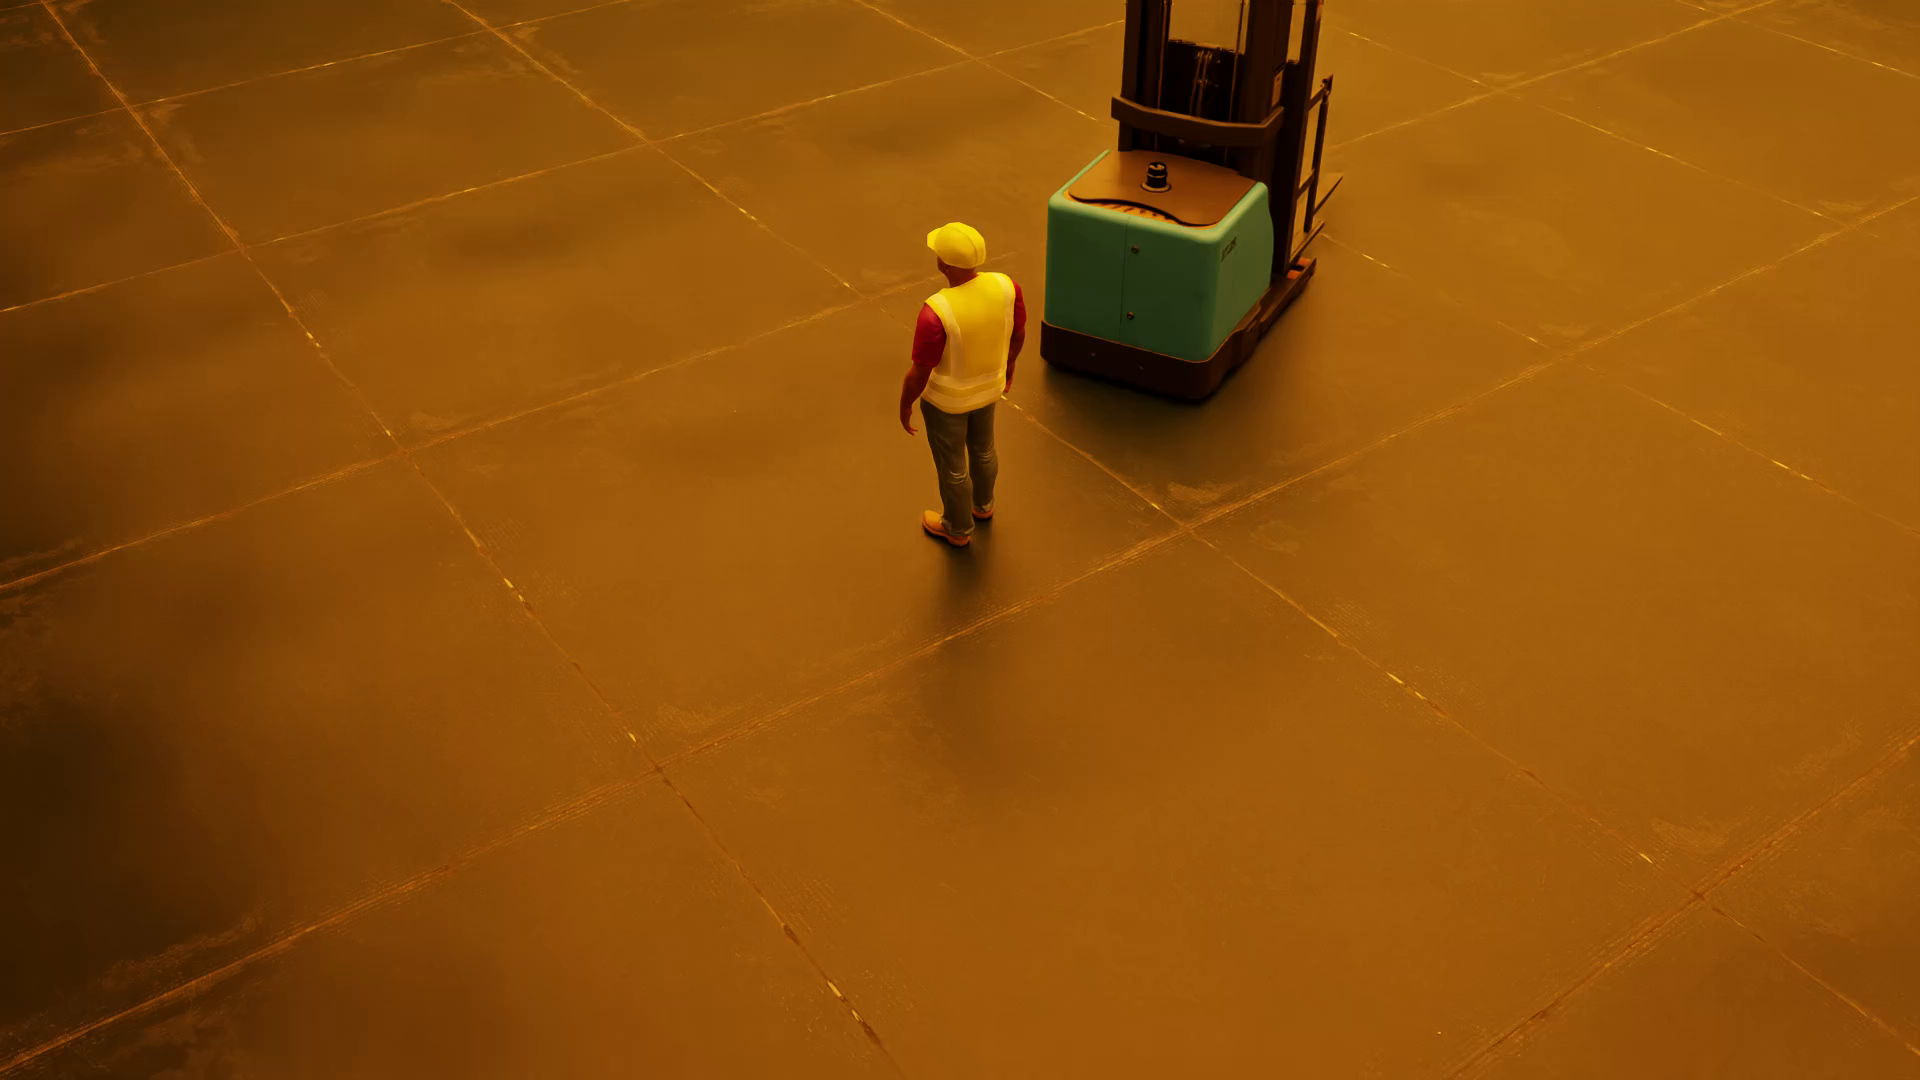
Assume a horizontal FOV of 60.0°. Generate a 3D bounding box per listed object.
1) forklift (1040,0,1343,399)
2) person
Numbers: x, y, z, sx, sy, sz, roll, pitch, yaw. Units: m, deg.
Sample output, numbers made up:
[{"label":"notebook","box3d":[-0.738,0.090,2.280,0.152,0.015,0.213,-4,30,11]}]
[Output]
[{"label":"forklift","box3d":[1.617,-2.829,9.771,1.130,2.935,3.031,18,40,23]},{"label":"person","box3d":[-0.036,-0.752,7.929,0.665,1.768,0.575,-23,42,-28]}]
